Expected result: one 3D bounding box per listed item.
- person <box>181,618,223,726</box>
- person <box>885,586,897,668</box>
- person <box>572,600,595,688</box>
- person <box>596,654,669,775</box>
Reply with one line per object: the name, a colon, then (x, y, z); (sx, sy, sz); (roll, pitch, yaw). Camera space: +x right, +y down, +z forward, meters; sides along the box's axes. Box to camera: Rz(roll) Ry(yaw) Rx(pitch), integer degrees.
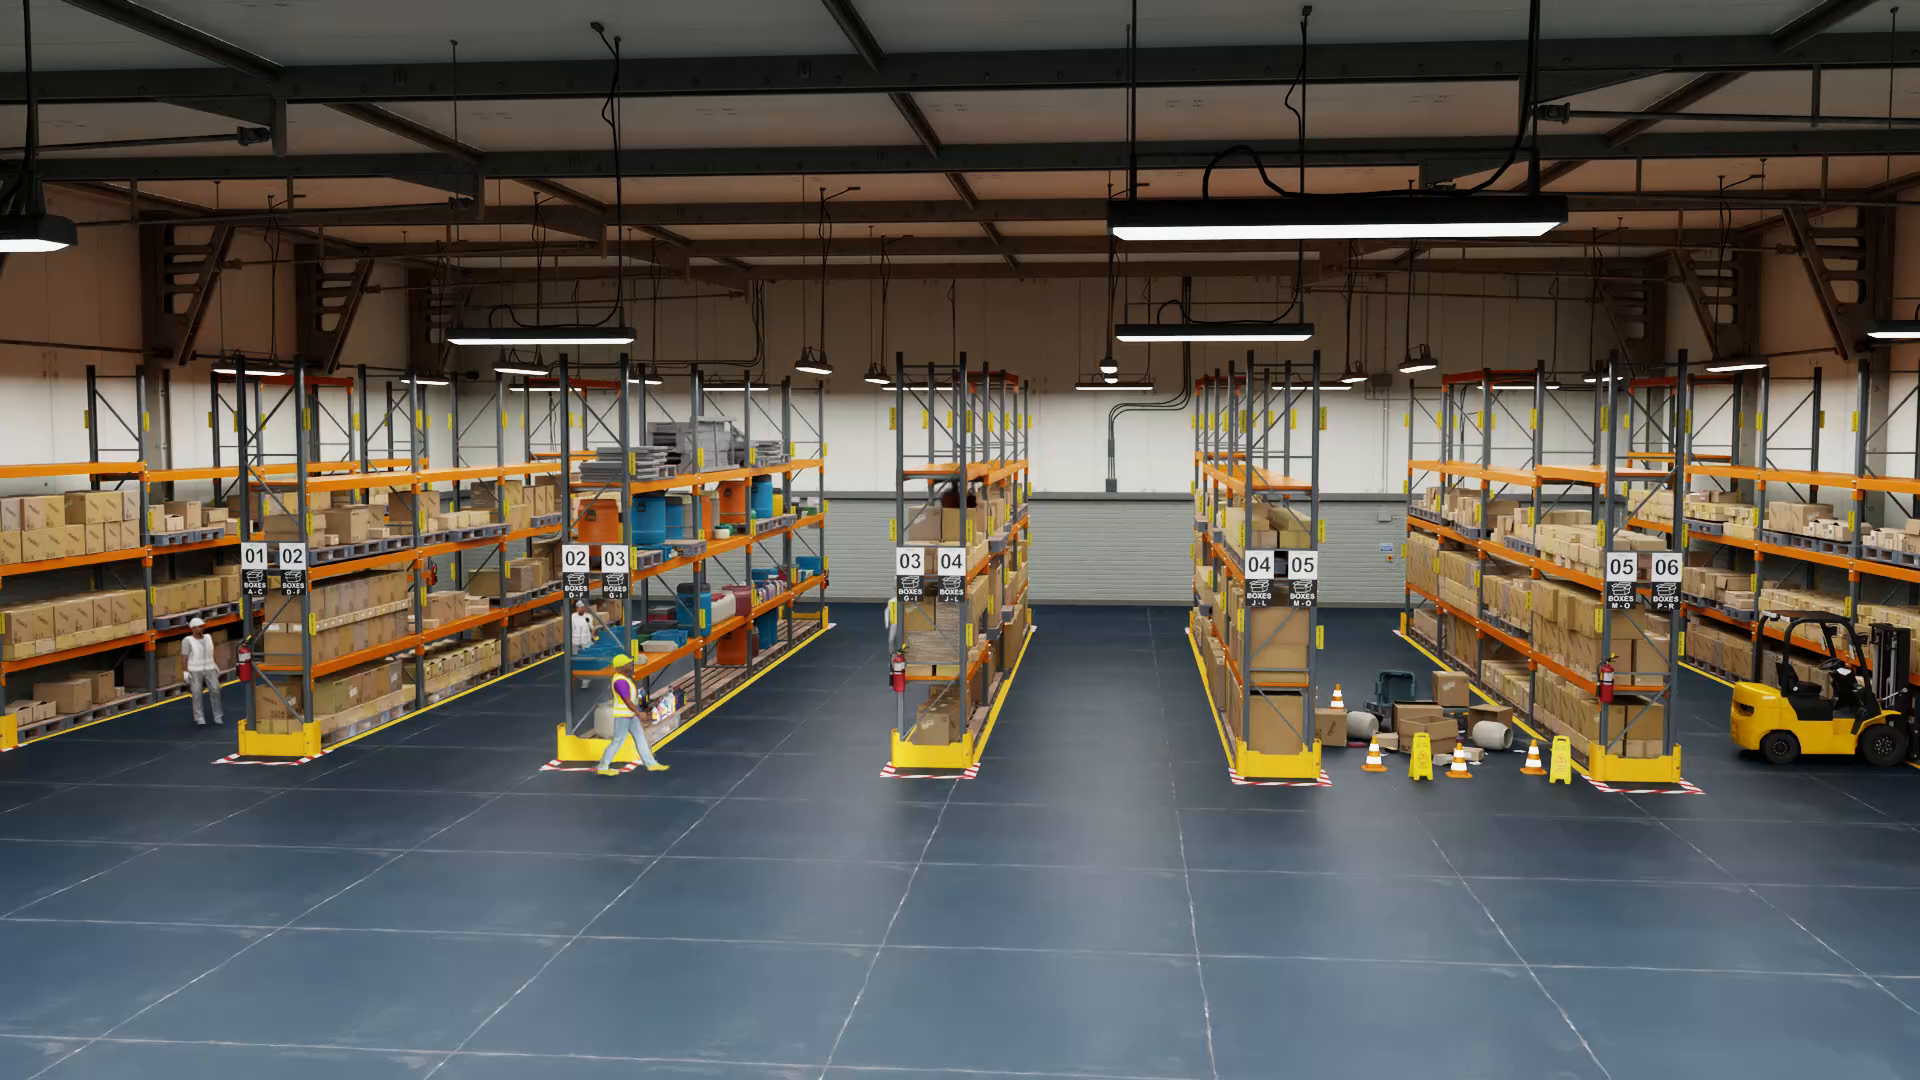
person: (-12.523, 2.176, 27.481); (0.647, 1.805, 0.415); (-3, 5, -39)
person: (-1.273, 1.754, 34.265); (0.605, 1.674, 0.958); (1, 4, 9)
person: (-7.116, 1.947, 31.356); (0.490, 1.631, 0.665); (0, 4, 2)
person: (-4.634, 2.453, 23.475); (1.008, 1.701, 0.611); (0, 4, -6)
